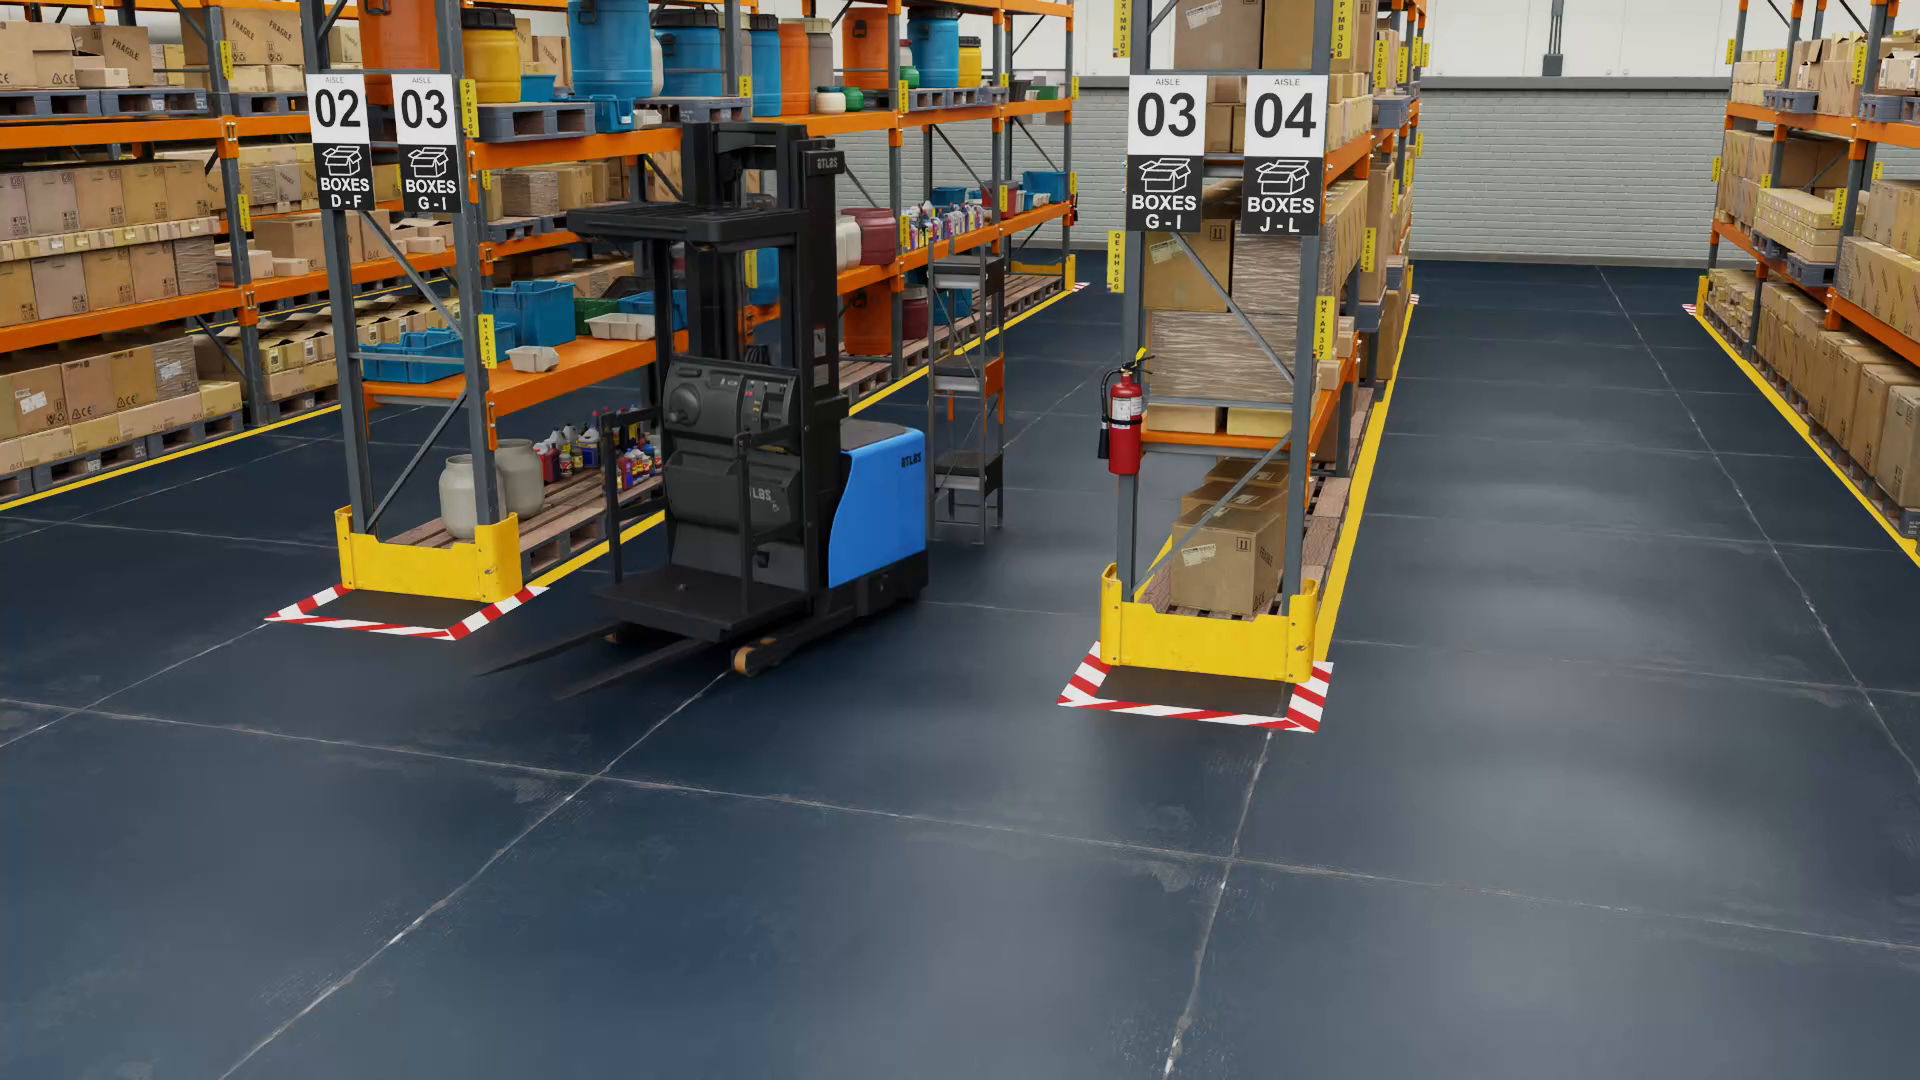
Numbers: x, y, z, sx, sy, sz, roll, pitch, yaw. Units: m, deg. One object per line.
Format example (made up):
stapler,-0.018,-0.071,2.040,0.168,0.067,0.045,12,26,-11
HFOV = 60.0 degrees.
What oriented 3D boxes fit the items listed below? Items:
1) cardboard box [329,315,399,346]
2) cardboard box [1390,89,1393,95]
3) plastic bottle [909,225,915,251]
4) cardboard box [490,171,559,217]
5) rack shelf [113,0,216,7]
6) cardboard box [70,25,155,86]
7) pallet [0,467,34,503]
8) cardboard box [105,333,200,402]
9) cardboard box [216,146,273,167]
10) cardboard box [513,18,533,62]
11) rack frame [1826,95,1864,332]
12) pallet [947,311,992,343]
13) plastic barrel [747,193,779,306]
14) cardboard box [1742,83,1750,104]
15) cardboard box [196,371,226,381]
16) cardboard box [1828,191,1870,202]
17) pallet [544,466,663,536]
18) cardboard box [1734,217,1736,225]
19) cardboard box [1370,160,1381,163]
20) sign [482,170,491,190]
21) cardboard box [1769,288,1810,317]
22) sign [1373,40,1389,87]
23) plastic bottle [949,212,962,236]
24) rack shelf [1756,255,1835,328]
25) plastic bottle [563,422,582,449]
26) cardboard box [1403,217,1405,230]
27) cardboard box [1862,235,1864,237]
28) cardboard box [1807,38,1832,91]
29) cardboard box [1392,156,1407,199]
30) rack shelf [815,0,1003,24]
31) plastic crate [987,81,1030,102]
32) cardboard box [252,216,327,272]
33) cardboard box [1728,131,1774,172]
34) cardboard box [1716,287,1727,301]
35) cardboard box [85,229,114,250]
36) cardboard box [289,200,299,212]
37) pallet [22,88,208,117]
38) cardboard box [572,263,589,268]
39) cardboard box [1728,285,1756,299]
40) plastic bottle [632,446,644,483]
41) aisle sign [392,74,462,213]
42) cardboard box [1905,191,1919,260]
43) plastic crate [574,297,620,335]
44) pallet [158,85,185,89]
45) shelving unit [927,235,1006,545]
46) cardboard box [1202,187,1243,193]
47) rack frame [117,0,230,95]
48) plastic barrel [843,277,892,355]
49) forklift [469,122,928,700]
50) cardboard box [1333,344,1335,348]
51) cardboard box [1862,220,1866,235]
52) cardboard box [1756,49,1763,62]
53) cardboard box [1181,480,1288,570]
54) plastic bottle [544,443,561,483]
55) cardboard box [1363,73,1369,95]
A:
cardboard box,-6.204,-2.183,17.271,0.500,0.311,0.500,5,17,17
cardboard box,3.609,-3.917,14.921,0.500,0.250,0.500,5,16,16
plastic bottle,-0.541,-3.319,18.248,0.061,0.283,0.133,5,16,16
cardboard box,-5.345,-4.238,20.320,0.700,0.500,0.500,8,18,26
rack shelf,-7.564,-4.368,12.788,1.077,0.370,4.000,5,16,16
cardboard box,-7.392,-4.192,14.407,0.500,0.500,0.500,6,17,20
pallet,-7.956,-0.359,12.706,1.003,0.211,1.213,5,16,16
cardboard box,-7.072,-1.515,14.569,0.500,0.500,0.500,5,16,16
cardboard box,-9.660,-5.172,22.429,0.500,0.250,0.500,5,17,17
cardboard box,-5.439,-5.942,19.770,0.500,0.500,0.500,5,16,16
rack frame,8.364,-2.409,14.827,1.000,3.000,0.127,5,16,16
pallet,-0.234,-2.711,21.000,1.003,0.211,1.213,5,16,16
plastic barrel,-1.848,-2.477,14.146,0.600,0.901,0.708,5,16,16
cardboard box,9.977,-5.503,20.510,0.500,0.250,0.500,4,16,14
cardboard box,-7.156,-1.553,16.078,0.500,0.250,0.500,4,16,15
cardboard box,9.498,-3.633,17.741,0.380,0.149,0.250,4,16,14
pallet,-2.824,-0.324,12.584,1.003,0.211,1.213,5,16,16
cardboard box,10.028,-4.039,21.032,0.380,0.149,0.250,4,16,15
cardboard box,4.049,-3.712,17.396,0.797,0.503,0.637,5,17,17
sign,-5.326,-4.105,18.681,0.100,0.325,0.005,5,16,16
cardboard box,8.889,-2.504,17.597,0.500,0.250,0.500,5,17,17
sign,3.023,-3.426,11.966,0.100,0.325,0.005,5,16,16
plastic bottle,-0.062,-3.800,19.959,0.152,0.276,0.135,5,16,16
rack shelf,8.933,-2.587,16.770,1.077,0.370,4.000,5,16,16
plastic bottle,-3.050,-0.756,13.045,0.144,0.351,0.185,4,16,15
cardboard box,5.326,-3.935,20.668,0.380,0.149,0.250,5,17,18
cardboard box,8.986,-2.873,16.154,0.380,0.149,0.250,5,17,18
cardboard box,8.936,-4.757,16.647,0.797,0.503,0.637,4,16,15
cardboard box,5.155,-4.404,20.215,0.500,0.500,0.500,5,16,16
rack shelf,-0.543,-6.075,18.809,1.077,0.370,4.000,5,16,16
plastic crate,0.641,-5.935,21.999,0.497,0.269,0.590,5,16,16
cardboard box,-6.612,-2.929,16.475,0.500,0.500,0.500,6,17,20
cardboard box,10.118,-4.945,21.207,0.500,0.500,0.500,5,17,17
cardboard box,9.949,-3.162,21.390,0.380,0.149,0.250,5,17,18
cardboard box,-7.230,-2.484,13.716,0.380,0.149,0.250,5,17,17
cardboard box,-9.464,-4.666,23.205,0.380,0.149,0.250,5,17,18
pallet,-7.214,-3.718,14.108,1.003,0.211,1.213,5,16,16
cardboard box,-5.235,-3.397,22.084,0.500,0.500,0.500,5,17,17
cardboard box,9.653,-3.033,20.390,0.380,0.149,0.250,4,16,14
plastic bottle,-2.445,-0.577,12.559,0.097,0.271,0.097,0,16,0
aisle sign,-3.124,-2.321,9.750,0.394,0.787,0.004,5,16,16
cardboard box,7.796,-2.421,12.853,0.700,0.500,0.500,4,16,15
plastic crate,-2.904,-1.723,12.795,0.450,0.188,0.662,5,16,16
pallet,-10.163,-5.790,21.596,1.003,0.211,1.213,5,17,18
shelving unit,0.047,-1.053,11.696,0.431,2.100,0.503,5,16,16
cardboard box,1.846,-2.087,11.128,0.500,0.500,0.500,5,16,16
rack frame,-6.996,-5.429,14.480,1.000,3.000,0.127,5,16,16
plastic barrel,-0.989,-2.492,18.325,0.600,0.830,0.708,5,16,16
forklift,-1.429,-0.802,9.286,1.130,2.935,3.031,10,19,32
cardboard box,2.319,-1.251,11.203,0.380,0.149,0.250,5,16,16
cardboard box,8.985,-3.017,16.115,0.380,0.149,0.250,5,16,16
cardboard box,9.723,-5.770,19.808,0.380,0.149,0.250,4,16,15
cardboard box,1.695,-0.048,10.313,0.500,0.500,0.500,10,18,30
plastic bottle,-3.083,-0.587,12.572,0.061,0.283,0.133,5,16,16
cardboard box,2.685,-3.229,11.765,0.380,0.149,0.250,5,17,18
